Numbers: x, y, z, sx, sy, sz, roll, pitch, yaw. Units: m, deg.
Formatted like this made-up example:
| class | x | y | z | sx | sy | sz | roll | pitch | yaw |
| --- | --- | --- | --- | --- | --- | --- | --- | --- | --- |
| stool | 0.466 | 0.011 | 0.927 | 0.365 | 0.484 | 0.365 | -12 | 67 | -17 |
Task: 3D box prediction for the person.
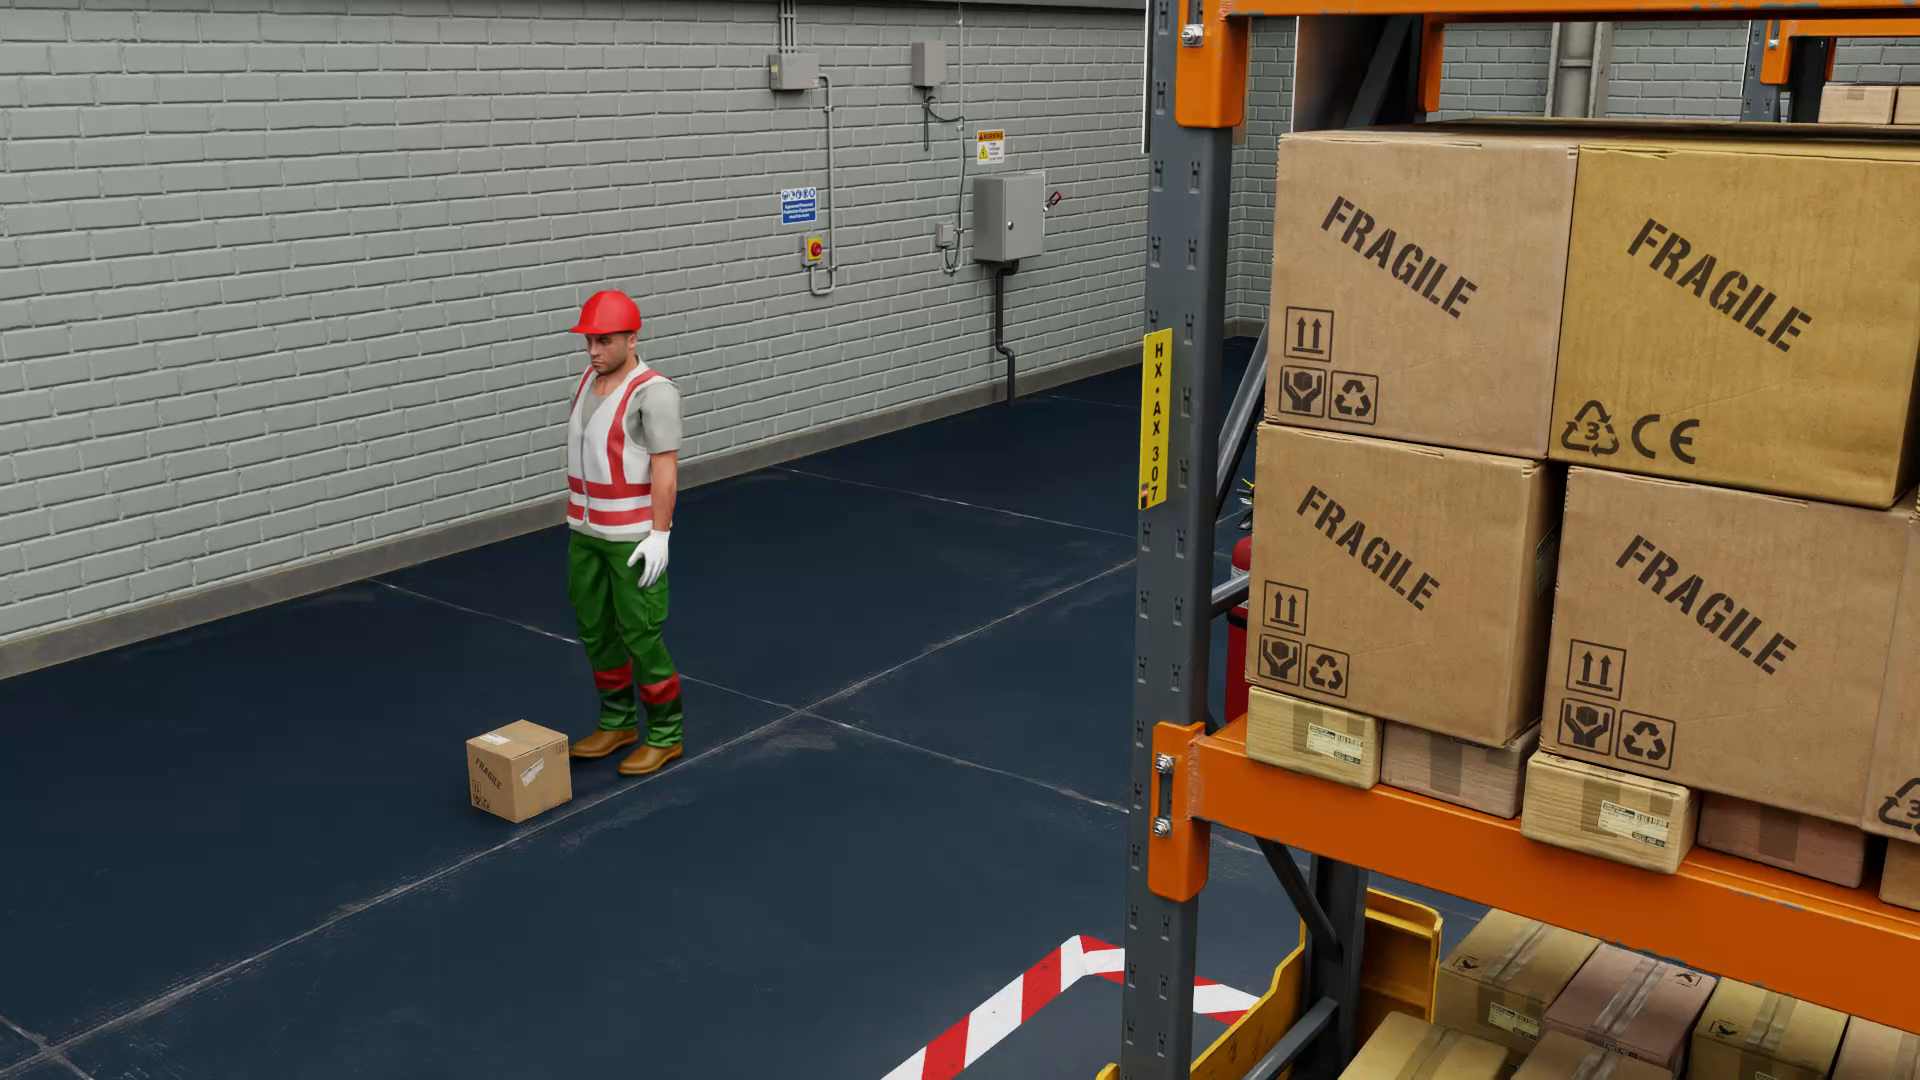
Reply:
| class | x | y | z | sx | sy | sz | roll | pitch | yaw |
| --- | --- | --- | --- | --- | --- | --- | --- | --- | --- |
| person | -1.240 | -0.023 | 6.090 | 0.527 | 1.780 | 0.352 | 12 | 20 | 36 |
